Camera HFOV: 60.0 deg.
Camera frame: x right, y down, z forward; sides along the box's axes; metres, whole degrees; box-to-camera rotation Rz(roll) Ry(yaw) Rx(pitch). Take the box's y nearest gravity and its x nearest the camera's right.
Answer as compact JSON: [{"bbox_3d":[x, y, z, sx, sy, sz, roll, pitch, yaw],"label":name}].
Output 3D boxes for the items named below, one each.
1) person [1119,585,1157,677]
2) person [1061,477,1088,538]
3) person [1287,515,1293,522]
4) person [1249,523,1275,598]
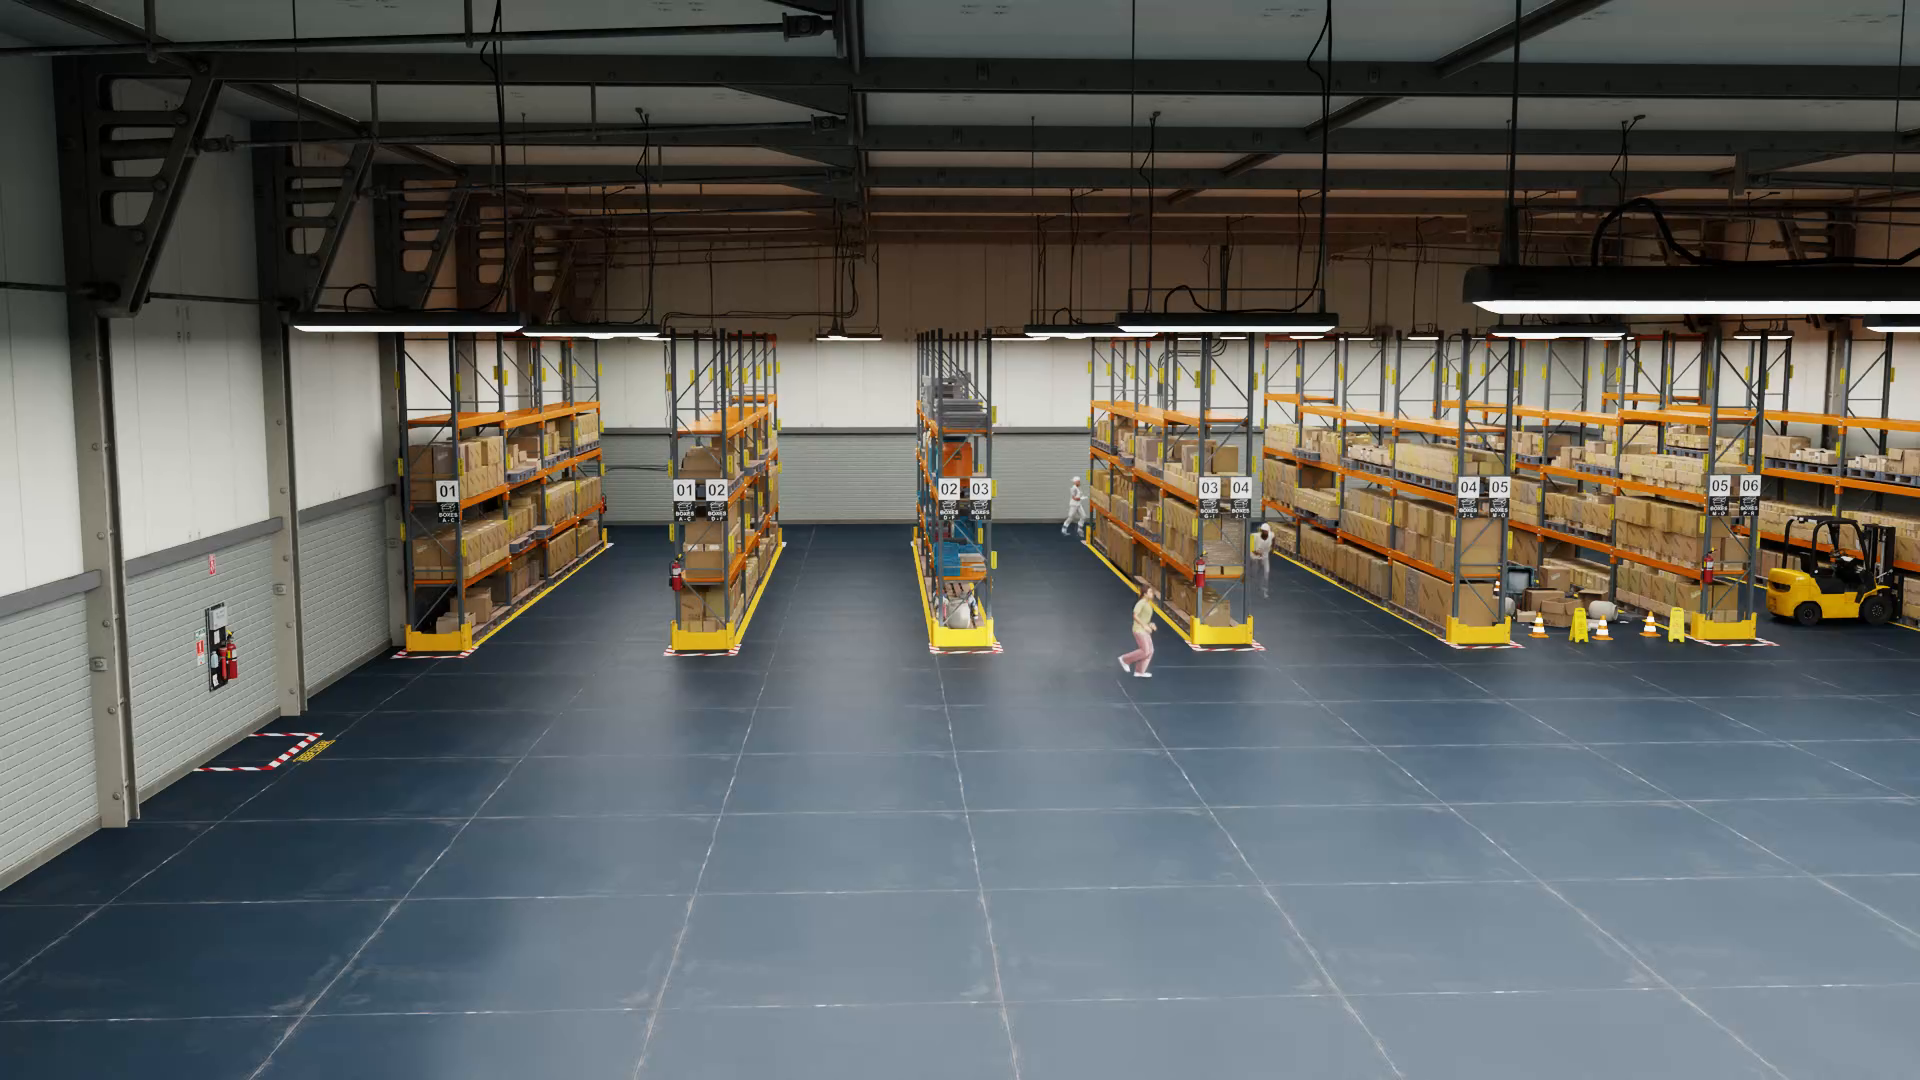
[{"bbox_3d":[3.051,1.564,28.663,0.593,1.604,0.582,3,7,22],"label":"person"},{"bbox_3d":[3.419,-0.964,49.204,0.860,1.842,0.658,3,7,26],"label":"person"},{"bbox_3d":[9.872,-0.826,48.783,0.535,1.615,0.660,4,8,29],"label":"person"},{"bbox_3d":[6.811,0.436,37.963,0.746,1.713,1.050,-3,7,-21],"label":"person"}]
